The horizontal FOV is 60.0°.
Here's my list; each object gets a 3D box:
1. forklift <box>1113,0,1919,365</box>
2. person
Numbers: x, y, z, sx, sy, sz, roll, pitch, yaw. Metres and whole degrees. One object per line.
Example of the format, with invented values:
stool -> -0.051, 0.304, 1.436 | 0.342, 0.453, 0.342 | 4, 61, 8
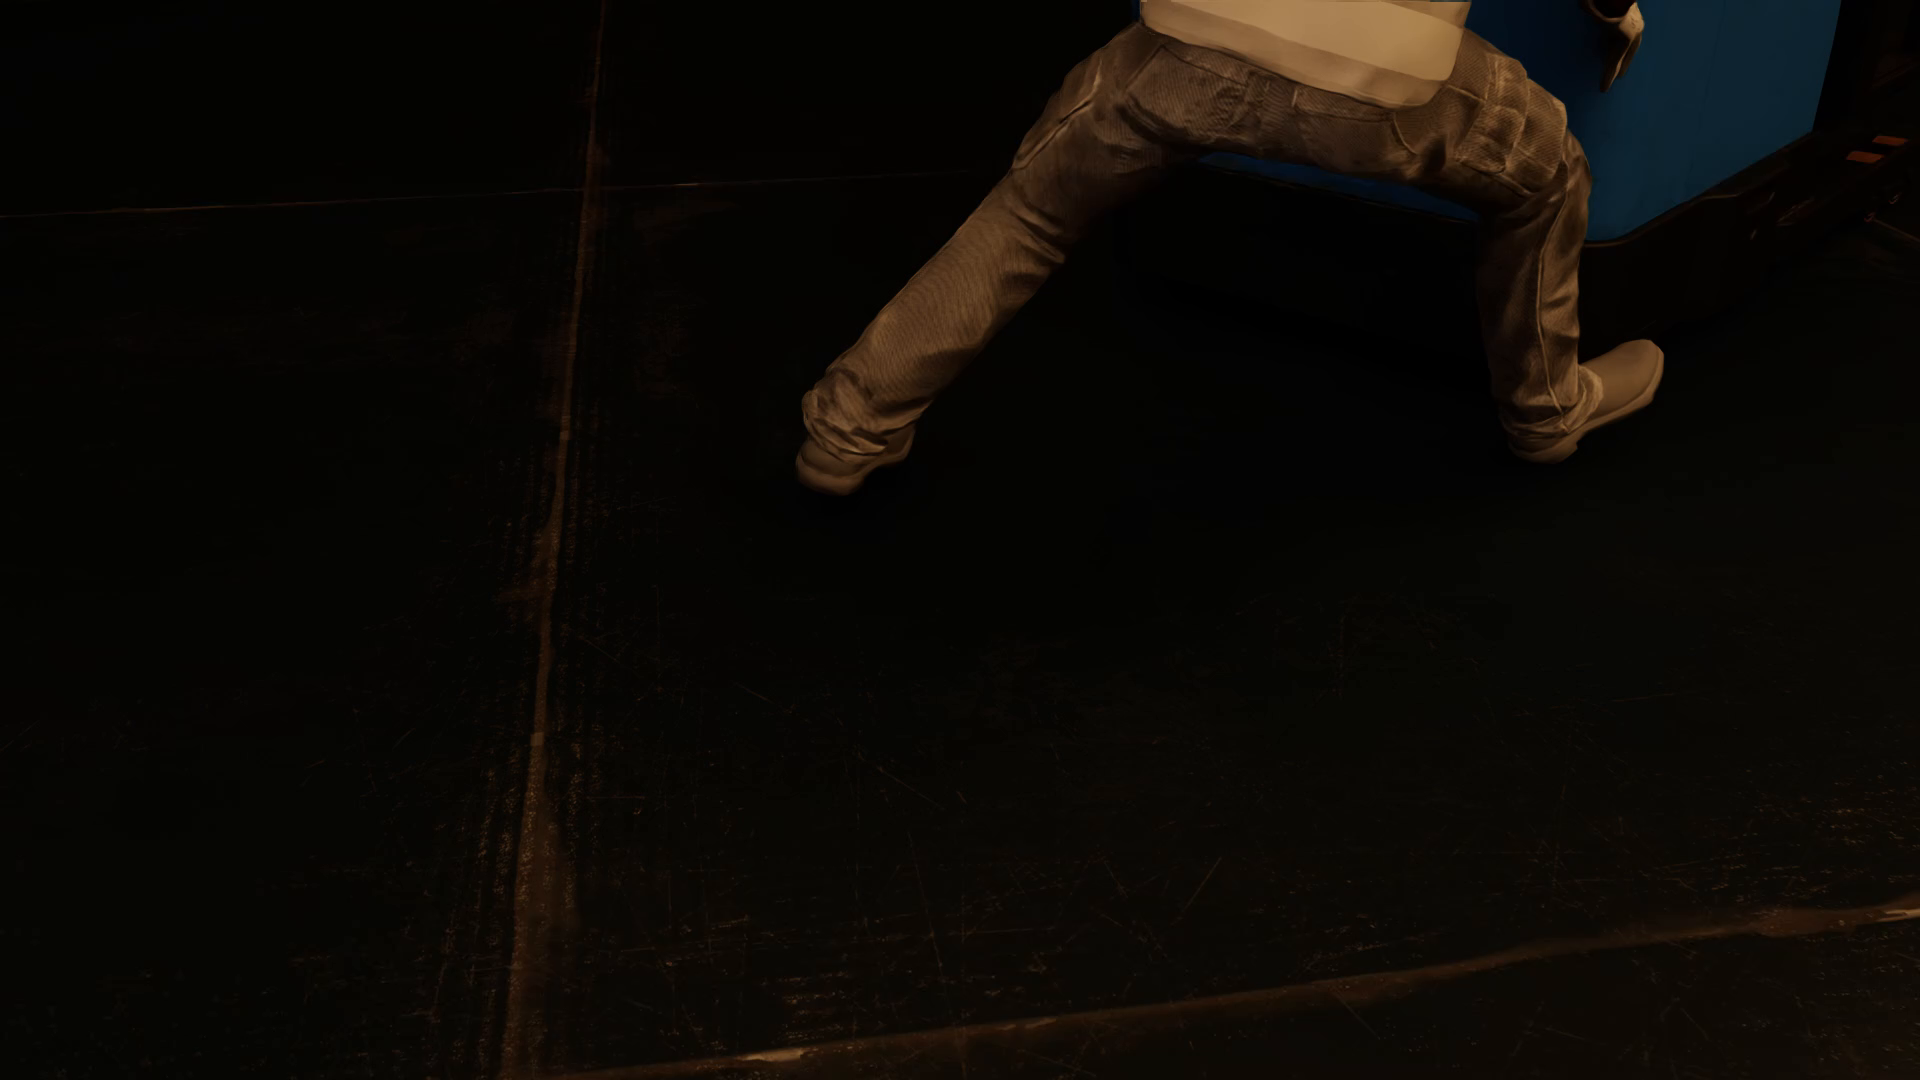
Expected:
forklift -> 1.676, -2.179, 3.479 | 1.130, 2.935, 3.031 | 23, 35, 36
person -> 0.465, -0.753, 2.390 | 1.307, 1.468, 0.775 | 7, 29, 13
